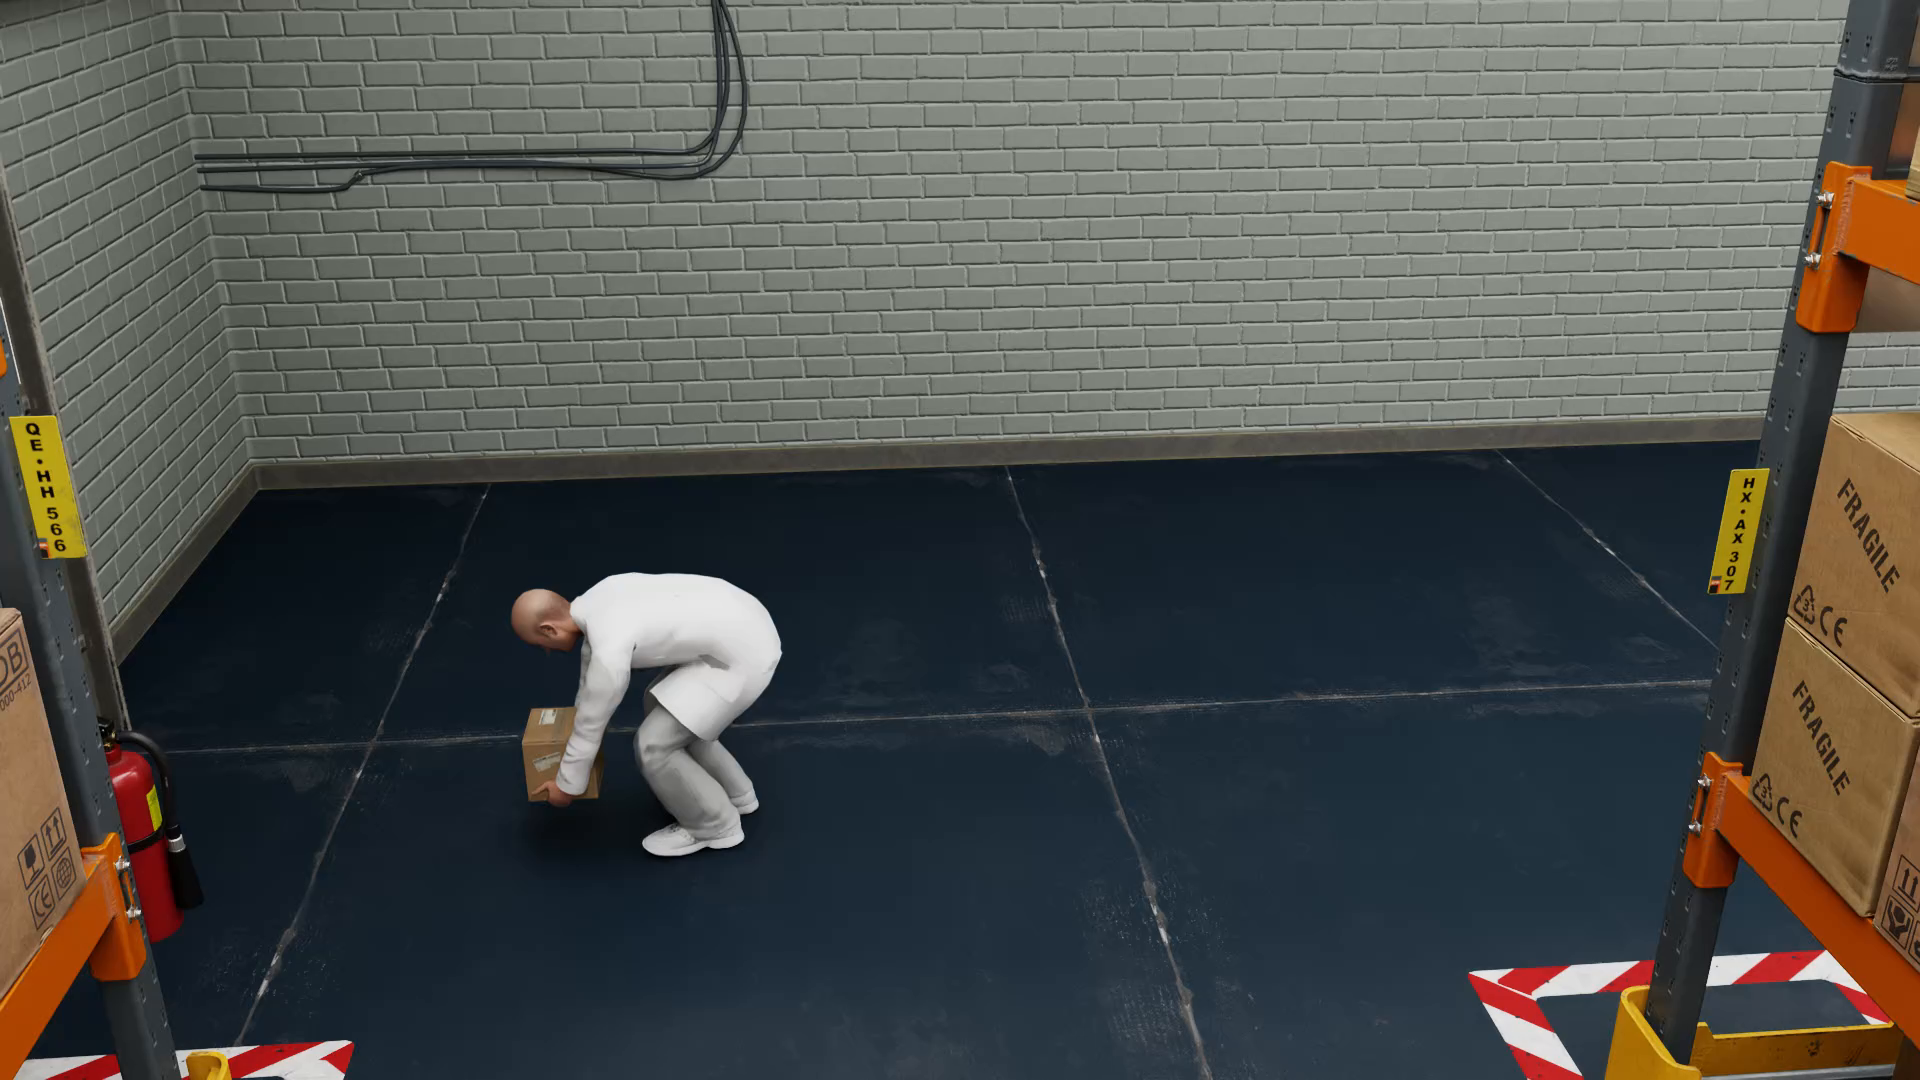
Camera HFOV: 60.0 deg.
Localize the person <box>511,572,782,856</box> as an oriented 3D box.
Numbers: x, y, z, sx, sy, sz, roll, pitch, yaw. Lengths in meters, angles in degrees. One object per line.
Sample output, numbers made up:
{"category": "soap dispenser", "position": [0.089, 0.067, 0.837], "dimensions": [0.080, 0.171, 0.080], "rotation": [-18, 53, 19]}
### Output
{"category": "person", "position": [-1.116, 0.625, 6.090], "dimensions": [0.942, 1.048, 0.585], "rotation": [-3, 24, -8]}
